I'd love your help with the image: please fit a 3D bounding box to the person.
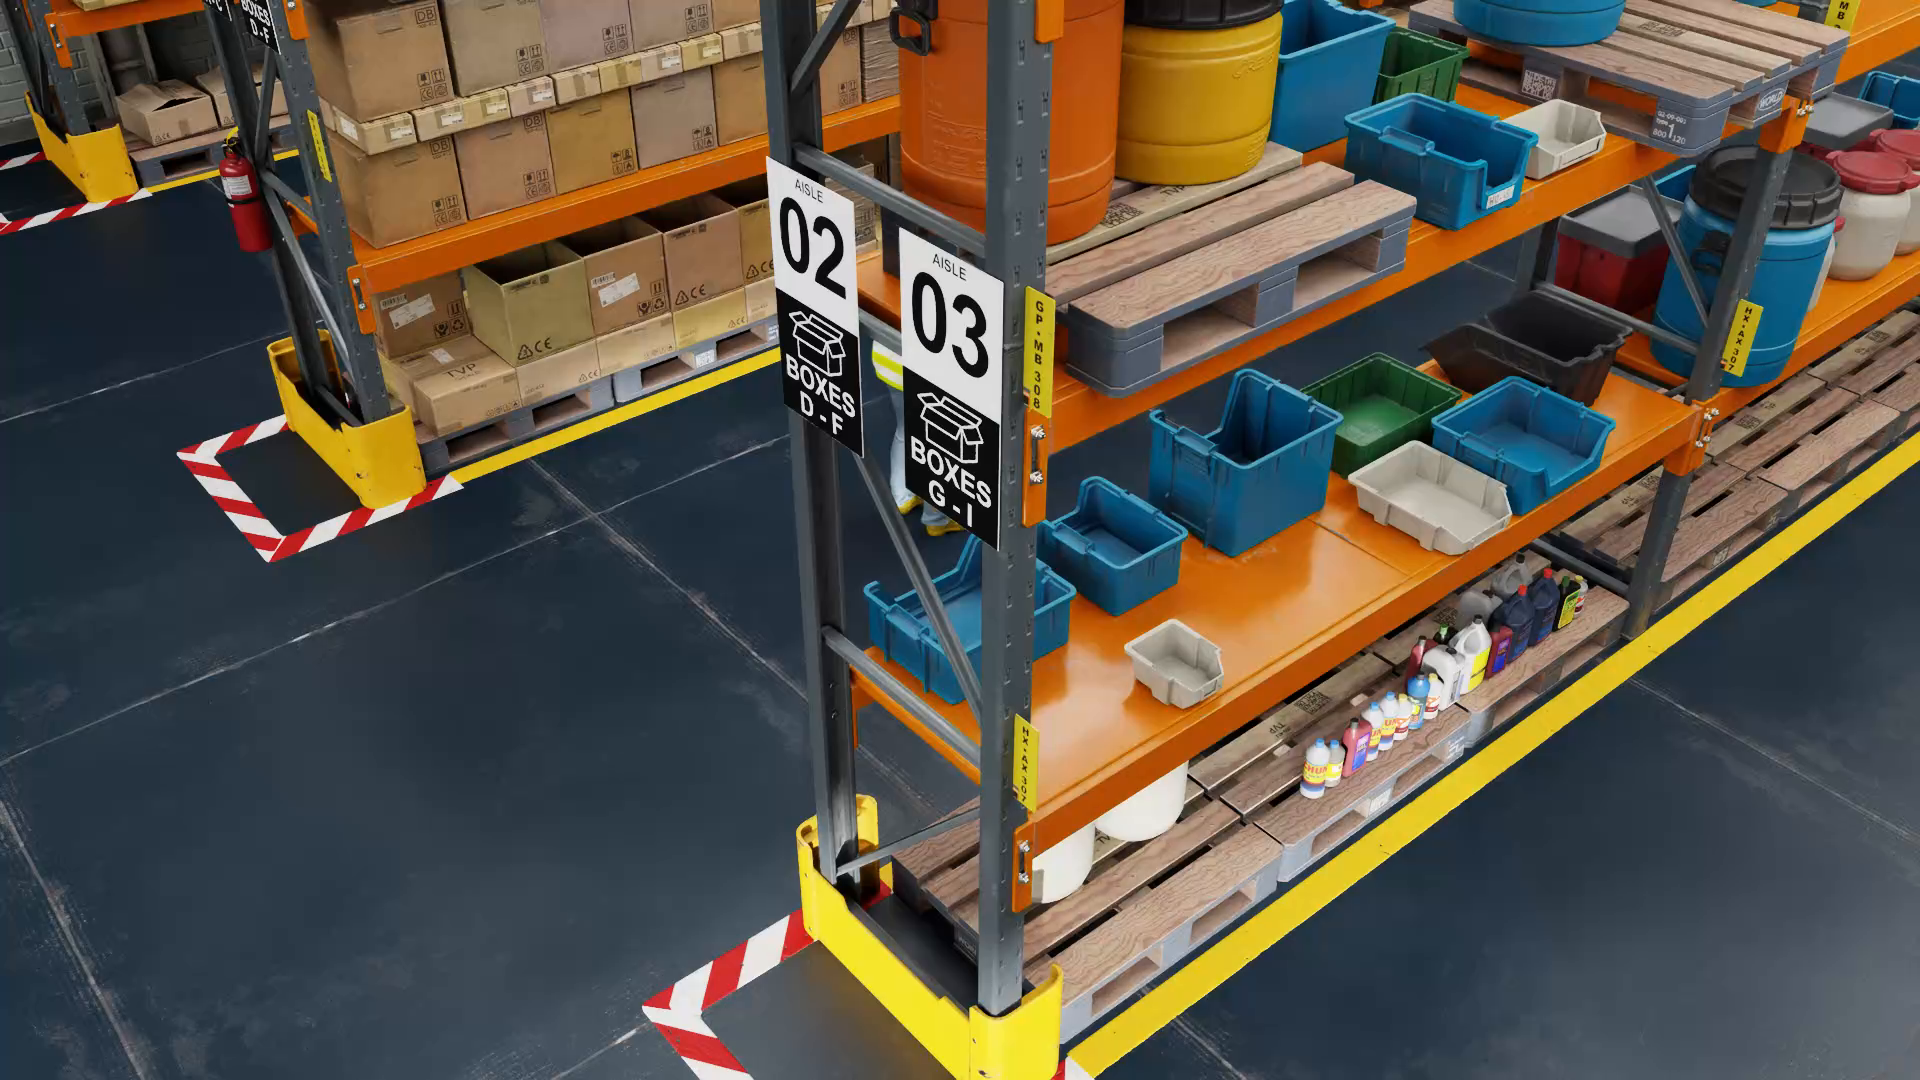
[{"bbox_3d":[-0.184,-0.860,8.261,0.462,1.759,0.628,-28,44,-33],"label":"person"}]
